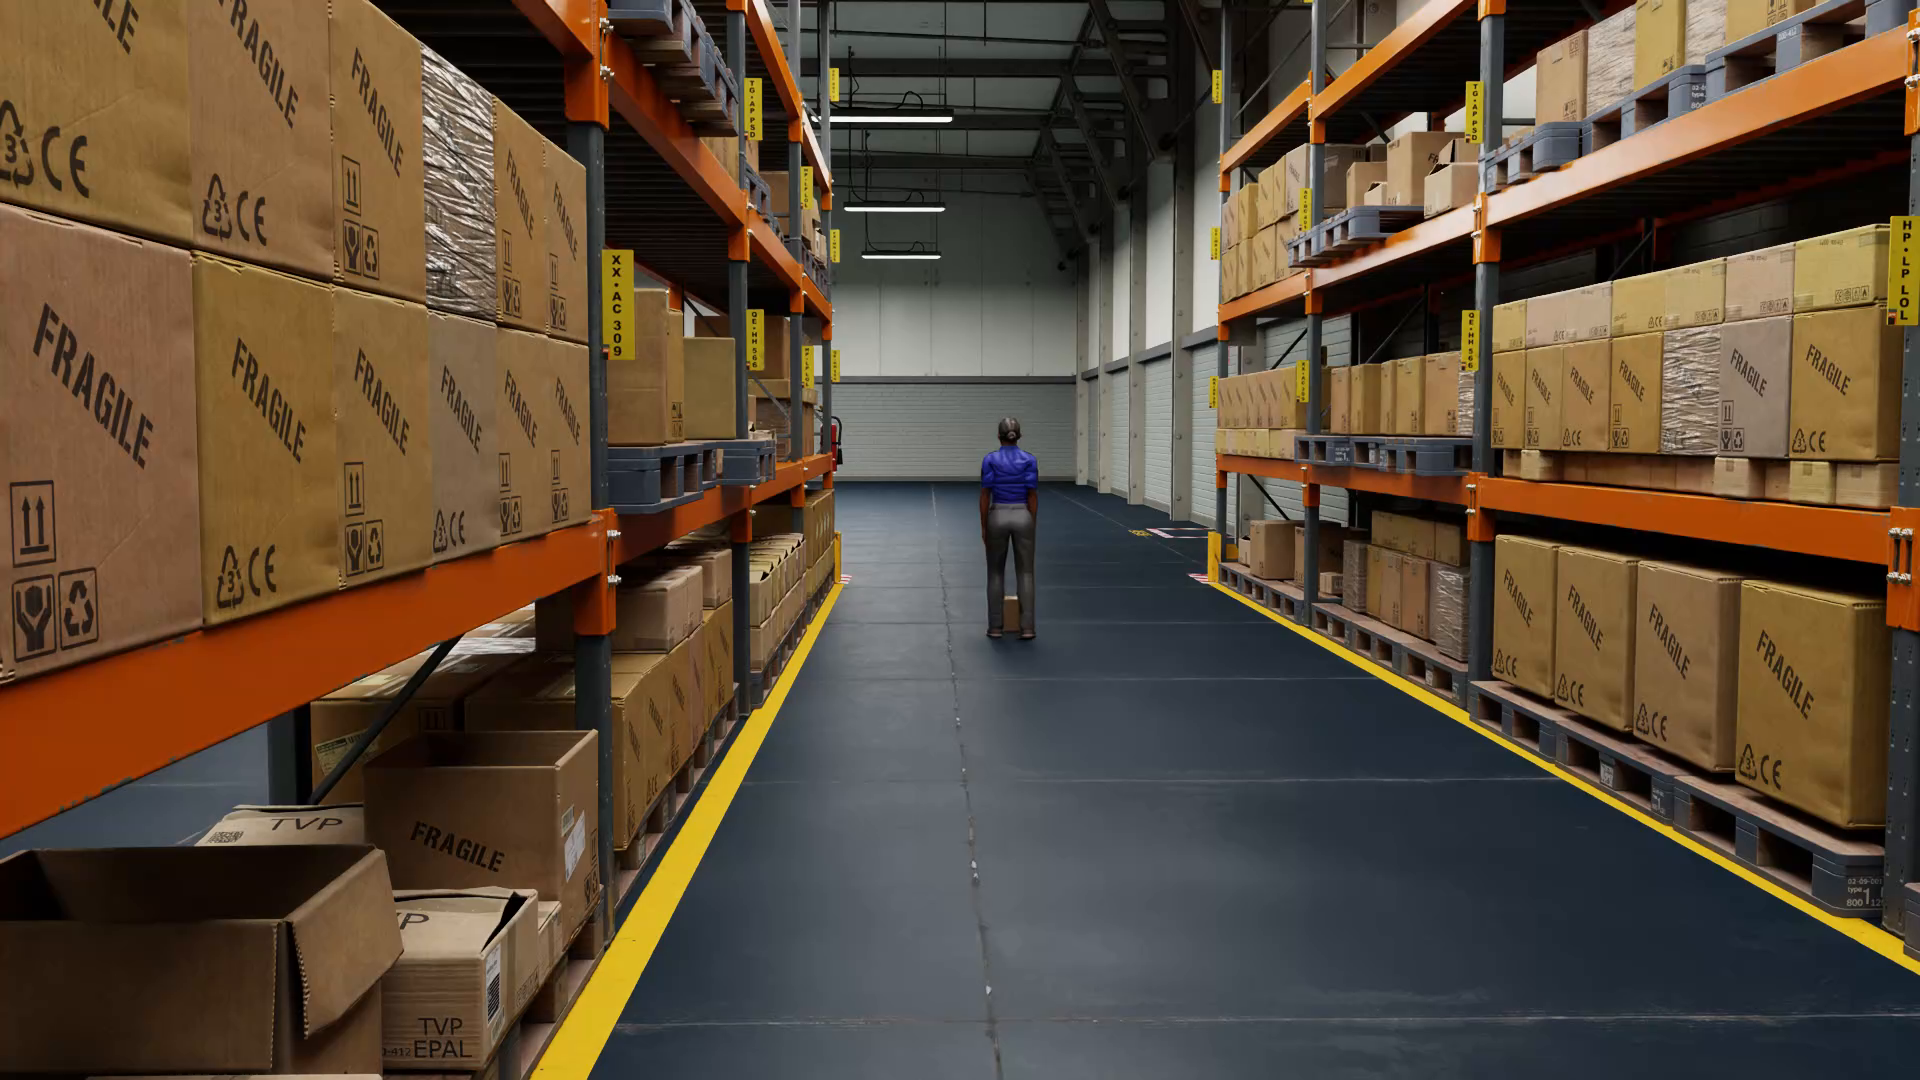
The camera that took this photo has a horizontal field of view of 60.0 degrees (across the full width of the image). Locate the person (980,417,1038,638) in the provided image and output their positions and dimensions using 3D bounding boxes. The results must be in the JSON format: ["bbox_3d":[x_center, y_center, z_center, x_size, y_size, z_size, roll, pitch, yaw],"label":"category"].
[{"bbox_3d":[0.369,-0.091,12.437,0.426,1.658,0.317,0,4,0],"label":"person"}]
